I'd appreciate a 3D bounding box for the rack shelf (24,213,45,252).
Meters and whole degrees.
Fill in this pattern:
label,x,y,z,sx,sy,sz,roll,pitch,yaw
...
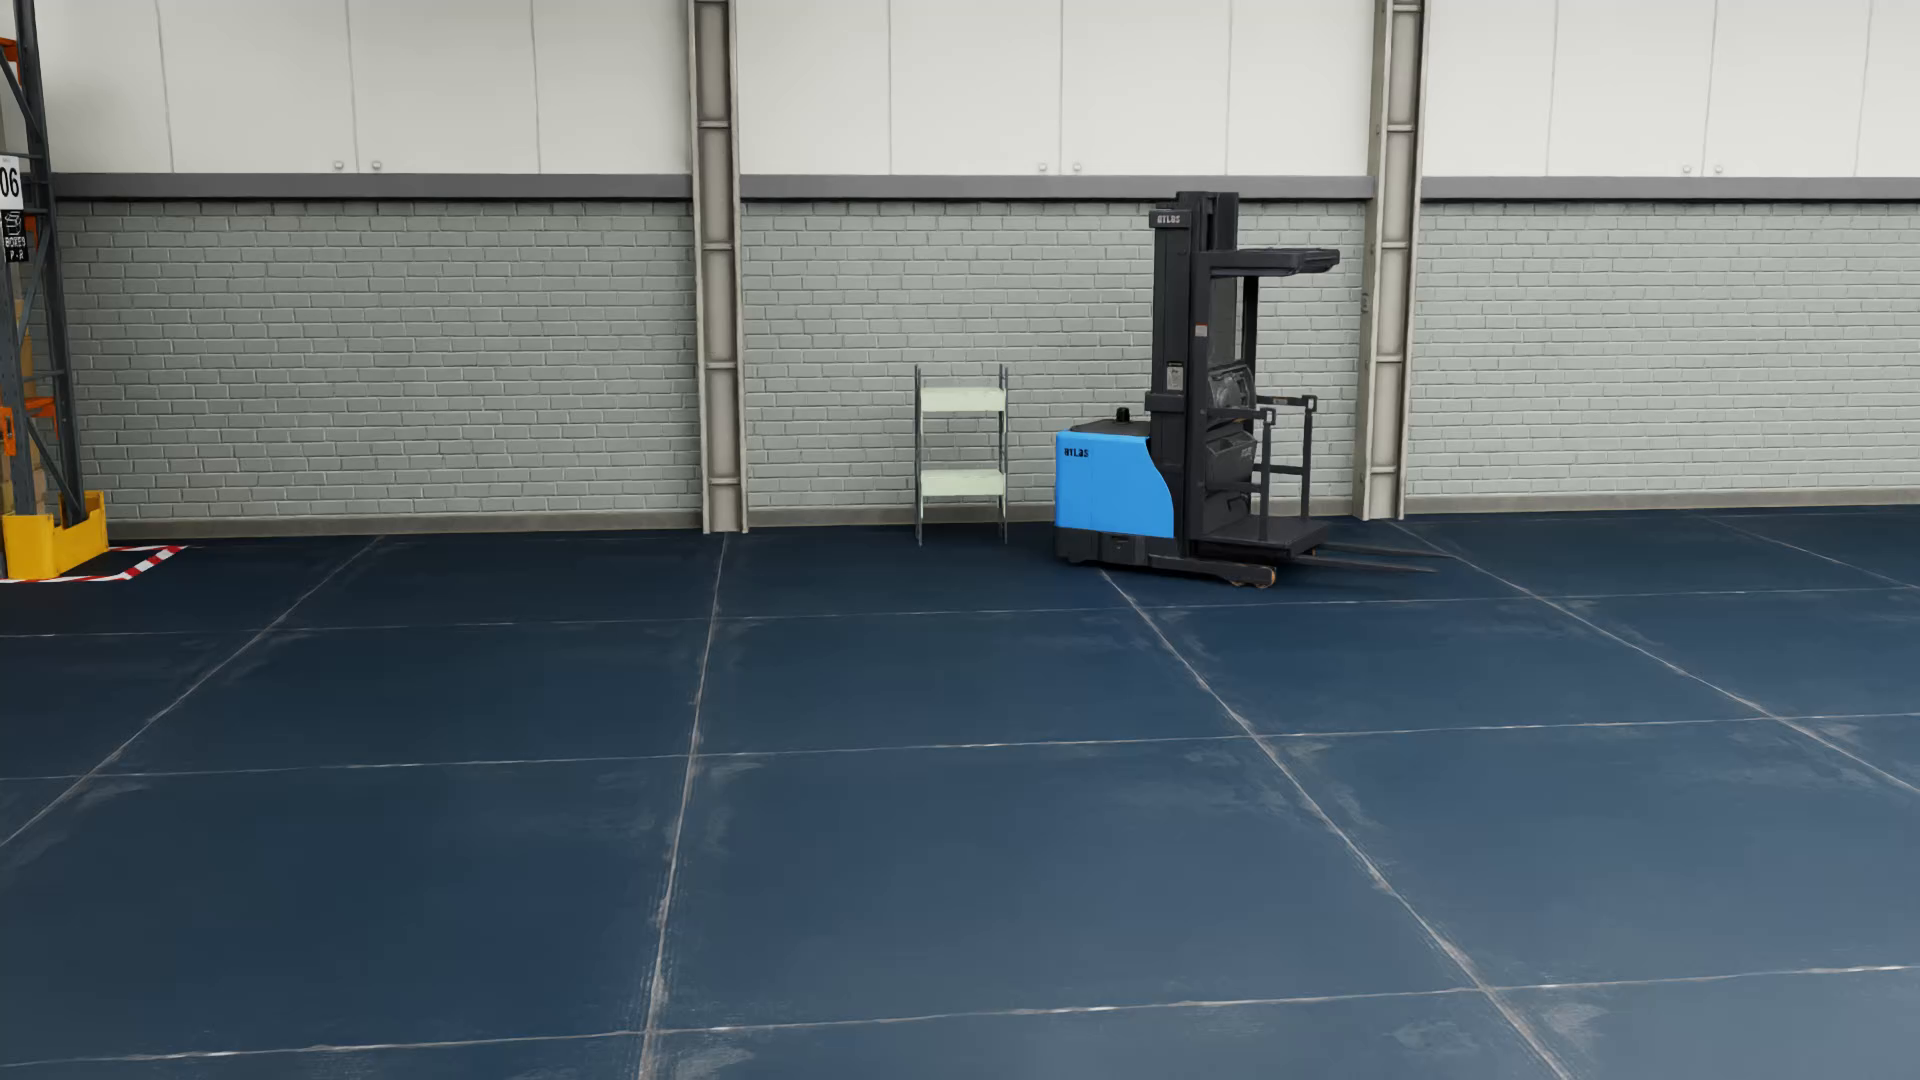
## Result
label,x,y,z,sx,sy,sz,roll,pitch,yaw
rack shelf,-9.248,-2.355,12.658,4.000,0.370,1.077,-1,11,-6

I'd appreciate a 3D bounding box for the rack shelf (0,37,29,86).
label,x,y,z,sx,sy,sz,roll,pitch,yaw
rack shelf,-9.248,-3.630,12.407,4.000,0.370,1.077,-1,11,-6

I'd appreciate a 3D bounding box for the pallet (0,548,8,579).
label,x,y,z,sx,sy,sz,roll,pitch,yaw
pallet,-8.015,0.115,13.237,1.213,0.211,1.003,-1,11,-6

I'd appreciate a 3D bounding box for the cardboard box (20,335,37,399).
label,x,y,z,sx,sy,sz,roll,pitch,yaw
cardboard box,-7.782,-1.369,13.298,0.500,0.500,0.500,-1,11,-4

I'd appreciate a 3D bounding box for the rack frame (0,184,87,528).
label,x,y,z,sx,sy,sz,roll,pitch,yaw
rack frame,-7.260,-1.277,13.089,0.127,3.000,1.000,-1,11,-6

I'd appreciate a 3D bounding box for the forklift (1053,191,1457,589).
label,x,y,z,sx,sy,sz,roll,pitch,yaw
forklift,2.287,-1.190,12.821,3.031,2.935,1.130,6,13,29

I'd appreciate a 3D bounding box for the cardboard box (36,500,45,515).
label,x,y,z,sx,sy,sz,roll,pitch,yaw
cardboard box,-7.769,-0.162,13.453,0.500,0.250,0.500,-1,11,-6

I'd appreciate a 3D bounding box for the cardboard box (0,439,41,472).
label,x,y,z,sx,sy,sz,roll,pitch,yaw
cardboard box,-7.758,-0.651,13.351,0.500,0.250,0.500,-1,11,-7

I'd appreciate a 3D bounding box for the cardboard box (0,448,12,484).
label,x,y,z,sx,sy,sz,roll,pitch,yaw
cardboard box,-7.684,-0.555,12.865,0.500,0.250,0.500,-1,11,-4

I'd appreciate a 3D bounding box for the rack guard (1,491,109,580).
label,x,y,z,sx,sy,sz,roll,pitch,yaw
rack guard,-7.236,-0.051,13.333,0.348,0.500,1.175,-1,11,-6

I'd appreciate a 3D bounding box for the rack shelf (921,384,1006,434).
label,x,y,z,sx,sy,sz,roll,pitch,yaw
rack shelf,0.007,-1.119,14.149,0.720,0.370,0.431,-1,11,-6

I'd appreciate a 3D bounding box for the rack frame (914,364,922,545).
label,x,y,z,sx,sy,sz,roll,pitch,yaw
rack frame,-0.357,-0.728,14.185,0.023,1.500,0.400,-1,11,-6

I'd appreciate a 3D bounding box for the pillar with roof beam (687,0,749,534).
label,x,y,z,sx,sy,sz,roll,pitch,yaw
pillar with roof beam,-1.619,-3.679,9.753,0.400,9.000,9.100,-1,11,-6

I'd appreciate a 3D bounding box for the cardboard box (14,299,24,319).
label,x,y,z,sx,sy,sz,roll,pitch,yaw
cardboard box,-7.617,-1.825,13.161,0.250,0.149,0.380,-1,11,-7

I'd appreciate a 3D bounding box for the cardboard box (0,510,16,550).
label,x,y,z,sx,sy,sz,roll,pitch,yaw
cardboard box,-7.693,-0.064,12.956,0.500,0.250,0.500,-1,11,-6

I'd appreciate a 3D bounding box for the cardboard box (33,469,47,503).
label,x,y,z,sx,sy,sz,roll,pitch,yaw
cardboard box,-7.750,-0.410,13.419,0.500,0.250,0.500,-1,11,-5

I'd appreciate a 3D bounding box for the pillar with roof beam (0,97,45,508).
label,x,y,z,sx,sy,sz,roll,pitch,yaw
pillar with roof beam,-7.584,-3.554,9.117,0.400,9.000,9.100,-1,11,-6

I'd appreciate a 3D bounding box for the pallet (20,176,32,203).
label,x,y,z,sx,sy,sz,roll,pitch,yaw
pallet,-7.965,-2.696,12.759,1.213,0.211,1.003,-1,11,-6

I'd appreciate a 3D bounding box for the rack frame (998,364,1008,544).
label,x,y,z,sx,sy,sz,roll,pitch,yaw
rack frame,0.371,-0.744,14.263,0.023,1.500,0.400,-1,11,-6

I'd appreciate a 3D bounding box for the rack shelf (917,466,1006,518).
label,x,y,z,sx,sy,sz,roll,pitch,yaw
rack shelf,0.007,-0.416,14.287,0.720,0.370,0.431,-1,11,-6

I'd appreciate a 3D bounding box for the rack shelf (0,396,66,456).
label,x,y,z,sx,sy,sz,roll,pitch,yaw
rack shelf,-9.248,-0.883,12.947,4.000,0.370,1.077,-1,11,-6

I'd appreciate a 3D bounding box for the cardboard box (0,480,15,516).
label,x,y,z,sx,sy,sz,roll,pitch,yaw
cardboard box,-7.710,-0.309,12.909,0.500,0.250,0.500,-1,11,-7

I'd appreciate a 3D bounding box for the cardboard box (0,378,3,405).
label,x,y,z,sx,sy,sz,roll,pitch,yaw
cardboard box,-7.721,-1.266,12.771,0.500,0.500,0.500,-1,11,-7

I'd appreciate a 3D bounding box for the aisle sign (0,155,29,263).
label,x,y,z,sx,sy,sz,roll,pitch,yaw
aisle sign,-7.163,-2.498,12.559,0.004,0.787,0.394,-1,11,-6

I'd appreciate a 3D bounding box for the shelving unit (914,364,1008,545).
label,x,y,z,sx,sy,sz,roll,pitch,yaw
shelving unit,0.007,-0.736,14.224,0.755,1.500,0.431,-1,11,-6

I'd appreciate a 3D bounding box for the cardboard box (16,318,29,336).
label,x,y,z,sx,sy,sz,roll,pitch,yaw
cardboard box,-7.625,-1.687,13.234,0.250,0.149,0.380,-1,11,-8

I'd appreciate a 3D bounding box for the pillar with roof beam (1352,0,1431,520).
label,x,y,z,sx,sy,sz,roll,pitch,yaw
pillar with roof beam,4.345,-3.804,10.388,0.400,9.000,9.100,-1,11,-6

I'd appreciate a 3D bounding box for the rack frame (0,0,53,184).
label,x,y,z,sx,sy,sz,roll,pitch,yaw
rack frame,-7.260,-4.221,12.511,0.127,3.000,1.000,-1,11,-6
